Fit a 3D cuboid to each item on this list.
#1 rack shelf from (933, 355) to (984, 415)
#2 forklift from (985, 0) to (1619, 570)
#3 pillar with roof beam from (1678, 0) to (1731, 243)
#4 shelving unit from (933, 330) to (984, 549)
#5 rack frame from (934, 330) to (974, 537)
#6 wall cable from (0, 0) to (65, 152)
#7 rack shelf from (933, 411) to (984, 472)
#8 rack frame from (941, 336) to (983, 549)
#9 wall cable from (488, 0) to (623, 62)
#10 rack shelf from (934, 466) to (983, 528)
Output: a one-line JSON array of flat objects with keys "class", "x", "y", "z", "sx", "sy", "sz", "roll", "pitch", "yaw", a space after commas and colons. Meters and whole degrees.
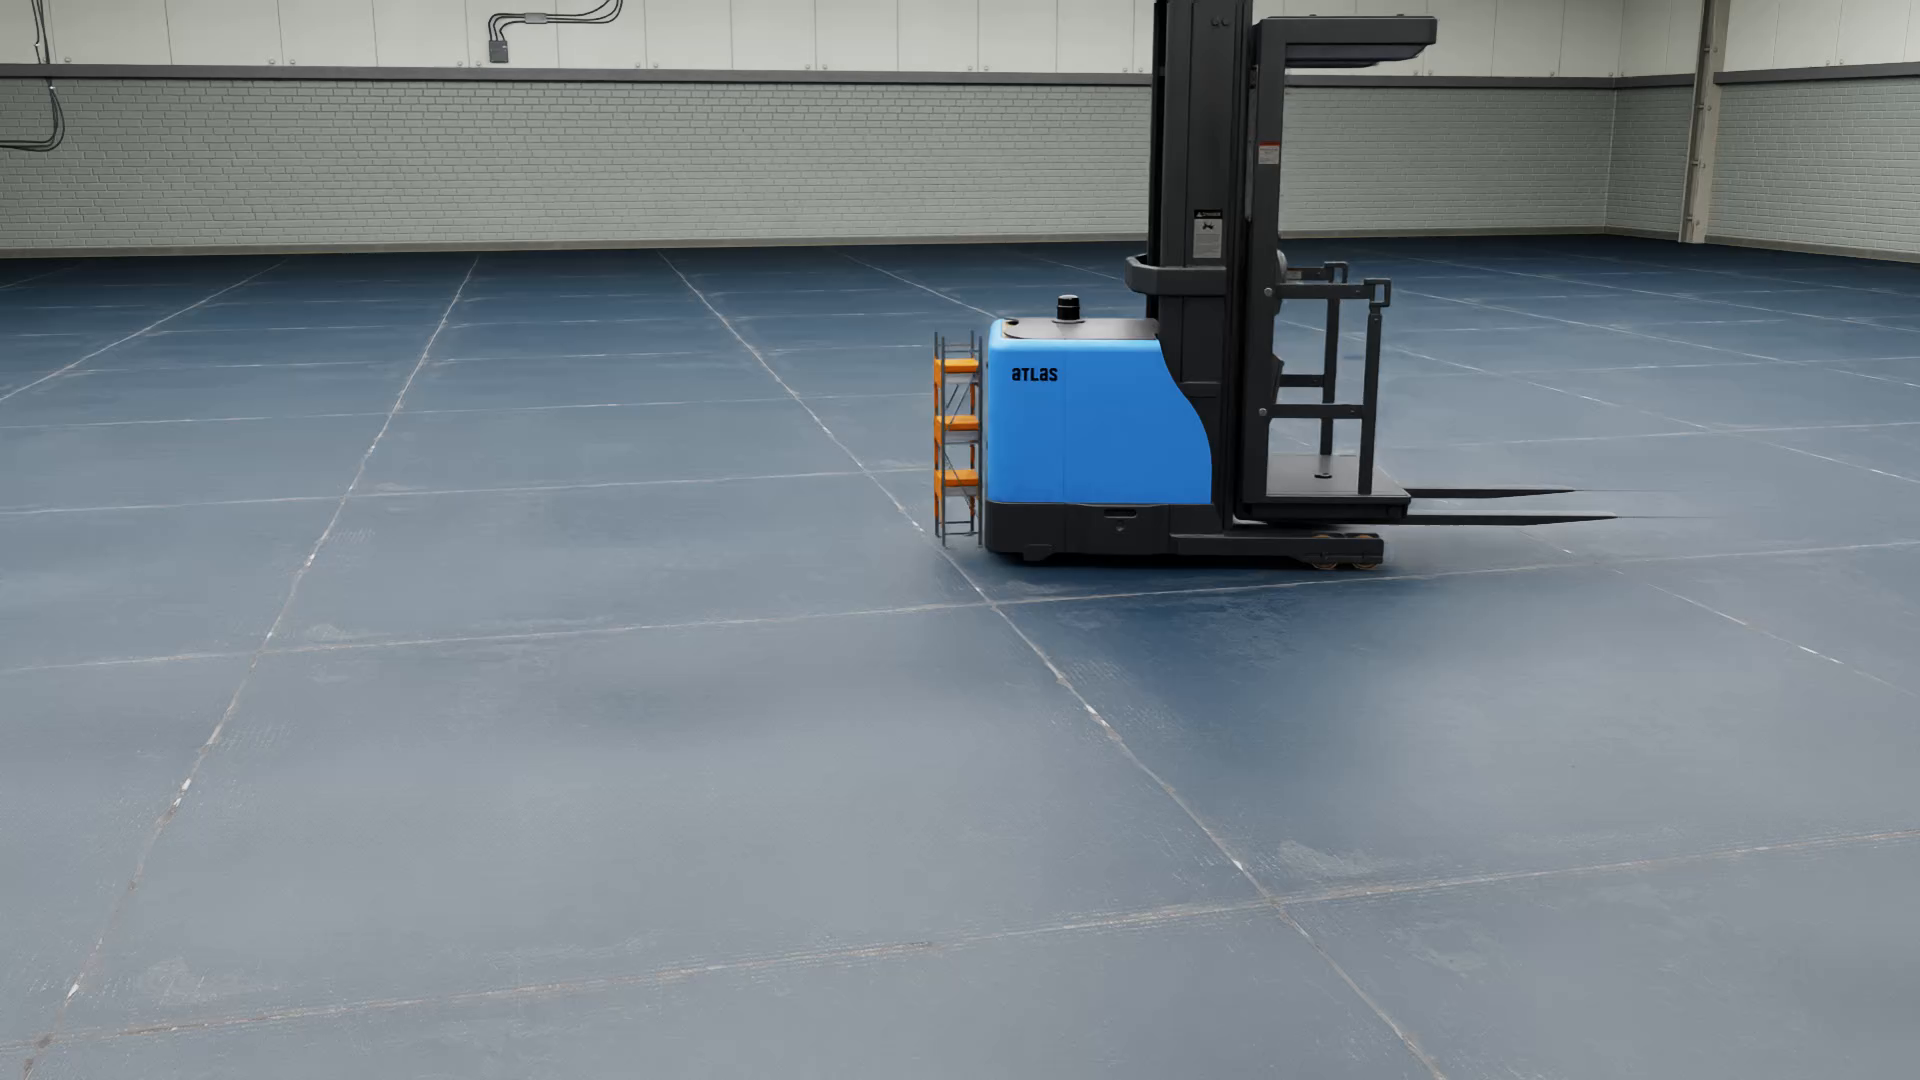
[{"class": "rack shelf", "x": -0.009, "y": -0.765, "z": 8.194, "sx": 0.215, "sy": 0.259, "sz": 0.240, "roll": -2, "pitch": 14, "yaw": -9}, {"class": "forklift", "x": 1.646, "y": -1.409, "z": 8.019, "sx": 3.031, "sy": 2.935, "sz": 1.130, "roll": 0, "pitch": 14, "yaw": 2}, {"class": "pillar with roof beam", "x": 9.671, "y": -9.765, "z": 29.436, "sx": 9.100, "sy": 9.000, "sz": 0.400, "roll": -3, "pitch": 14, "yaw": -13}, {"class": "shelving unit", "x": -0.009, "y": -0.500, "z": 8.259, "sx": 0.215, "sy": 1.050, "sz": 0.252, "roll": -2, "pitch": 14, "yaw": -9}, {"class": "rack frame", "x": -0.028, "y": -0.528, "z": 8.376, "sx": 0.200, "sy": 1.050, "sz": 0.008, "roll": -2, "pitch": 14, "yaw": -9}, {"class": "wall cable", "x": -16.170, "y": -7.494, "z": 26.683, "sx": 3.097, "sy": 2.526, "sz": 0.112, "roll": -3, "pitch": 14, "yaw": -13}, {"class": "rack shelf", "x": -0.009, "y": -0.489, "z": 8.262, "sx": 0.215, "sy": 0.259, "sz": 0.240, "roll": -2, "pitch": 14, "yaw": -9}, {"class": "rack frame", "x": 0.010, "y": -0.471, "z": 8.142, "sx": 0.200, "sy": 1.050, "sz": 0.008, "roll": -2, "pitch": 14, "yaw": -9}, {"class": "wall cable", "x": -6.939, "y": -11.180, "z": 28.062, "sx": 2.305, "sy": 6.003, "sz": 0.169, "roll": -3, "pitch": 14, "yaw": -13}, {"class": "rack shelf", "x": -0.009, "y": -0.219, "z": 8.327, "sx": 0.215, "sy": 0.259, "sz": 0.240, "roll": -2, "pitch": 14, "yaw": -9}]
